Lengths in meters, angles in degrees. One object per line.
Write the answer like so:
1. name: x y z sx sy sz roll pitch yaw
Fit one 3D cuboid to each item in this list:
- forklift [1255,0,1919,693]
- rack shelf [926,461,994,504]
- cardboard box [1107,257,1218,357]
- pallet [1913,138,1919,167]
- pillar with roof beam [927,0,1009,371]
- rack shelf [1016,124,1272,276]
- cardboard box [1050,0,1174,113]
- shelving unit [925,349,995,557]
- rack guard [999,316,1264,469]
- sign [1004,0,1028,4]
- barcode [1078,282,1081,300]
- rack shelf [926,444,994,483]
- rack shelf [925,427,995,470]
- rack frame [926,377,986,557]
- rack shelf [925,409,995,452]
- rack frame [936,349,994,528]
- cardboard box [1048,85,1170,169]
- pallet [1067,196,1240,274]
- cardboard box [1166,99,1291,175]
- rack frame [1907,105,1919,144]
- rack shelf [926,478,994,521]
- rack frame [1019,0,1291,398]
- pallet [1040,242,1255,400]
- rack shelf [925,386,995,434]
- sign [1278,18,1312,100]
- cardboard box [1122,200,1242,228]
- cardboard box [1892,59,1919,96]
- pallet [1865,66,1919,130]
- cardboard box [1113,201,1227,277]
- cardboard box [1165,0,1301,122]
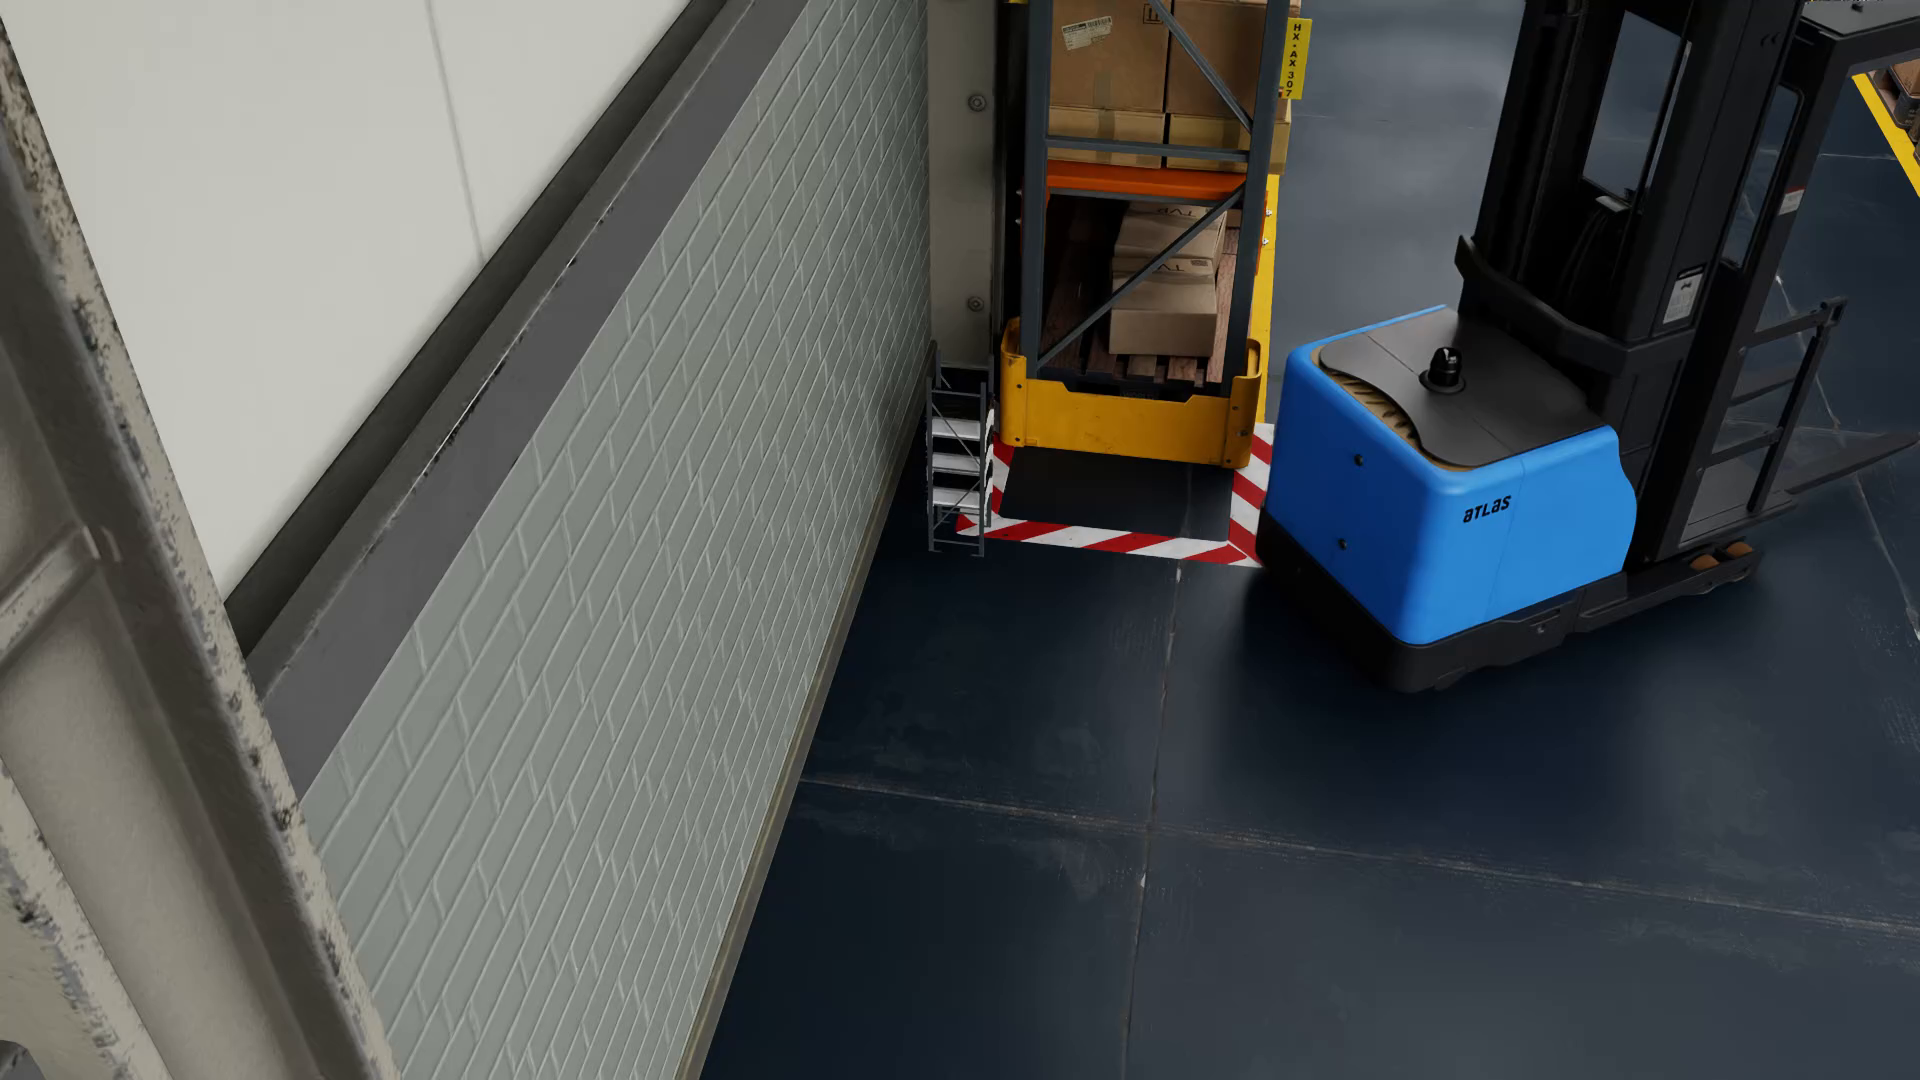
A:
1. forklift: 2.810 -1.186 6.384 3.031 2.935 1.130 -17 43 -20
2. rack shelf: 0.001 -0.257 7.048 0.258 0.077 0.200 6 40 8
3. cardboard box: 0.975 -1.158 8.062 0.500 0.311 0.500 2 40 3
4. pallet: 6.160 -1.998 9.501 1.003 0.211 1.213 6 40 8
5. pillar with roof beam: 4.276 -3.973 4.993 9.100 9.000 0.400 6 40 8
6. rack shelf: 1.113 -2.579 8.579 1.077 0.370 4.000 6 40 8
7. cardboard box: 0.639 -2.159 7.021 0.500 0.500 0.500 6 40 7
8. shelving unit: 0.001 -0.352 6.969 0.258 0.900 0.210 6 40 8
9. rack guard: 0.780 -0.685 7.686 1.175 0.500 0.348 6 40 8
10. sign: 0.224 -2.243 6.452 0.100 0.325 0.005 6 40 8
11. barcode: 0.584 -1.217 8.126 0.001 0.075 0.075 6 40 8
12. rack shelf: 0.001 -0.326 6.990 0.258 0.077 0.200 6 40 8
13. rack shelf: 0.001 -0.395 6.933 0.258 0.077 0.200 6 40 8
14. rack frame: -0.016 -0.288 6.892 0.240 0.900 0.006 6 40 8
15. rack shelf: 0.001 -0.465 6.876 0.258 0.077 0.200 6 40 8
16. rack frame: 0.019 -0.416 7.046 0.240 0.900 0.006 6 40 8
17. cardboard box: 0.657 -1.865 7.254 0.500 0.250 0.500 7 40 8
18. pallet: 1.169 -1.843 9.314 1.003 0.211 1.213 6 40 8
19. cardboard box: 1.164 -1.822 7.201 0.500 0.250 0.500 5 40 6
20. rack frame: 6.339 -3.567 9.210 1.000 3.000 0.127 6 40 8
21. rack shelf: 0.001 -0.187 7.105 0.258 0.077 0.200 6 40 8
22. rack frame: 0.767 -1.601 6.832 1.000 3.000 0.127 6 40 8
23. pallet: 0.955 -1.080 8.390 1.003 0.211 1.213 6 40 8
24. rack shelf: 0.001 -0.534 6.818 0.258 0.077 0.200 6 40 8
25. sign: 1.301 -1.875 6.484 0.100 0.325 0.005 6 40 8
26. cardboard box: 1.250 -2.044 8.984 0.700 0.500 0.500 4 40 5
27. cardboard box: 6.125 -2.962 10.306 0.500 0.250 0.500 6 40 7
28. pallet: 6.428 -2.959 10.663 1.003 0.211 1.213 6 40 8
29. cardboard box: 1.074 -1.516 8.495 0.500 0.311 0.500 10 41 11
30. cardboard box: 1.145 -2.106 6.957 0.500 0.500 0.500 6 40 8
